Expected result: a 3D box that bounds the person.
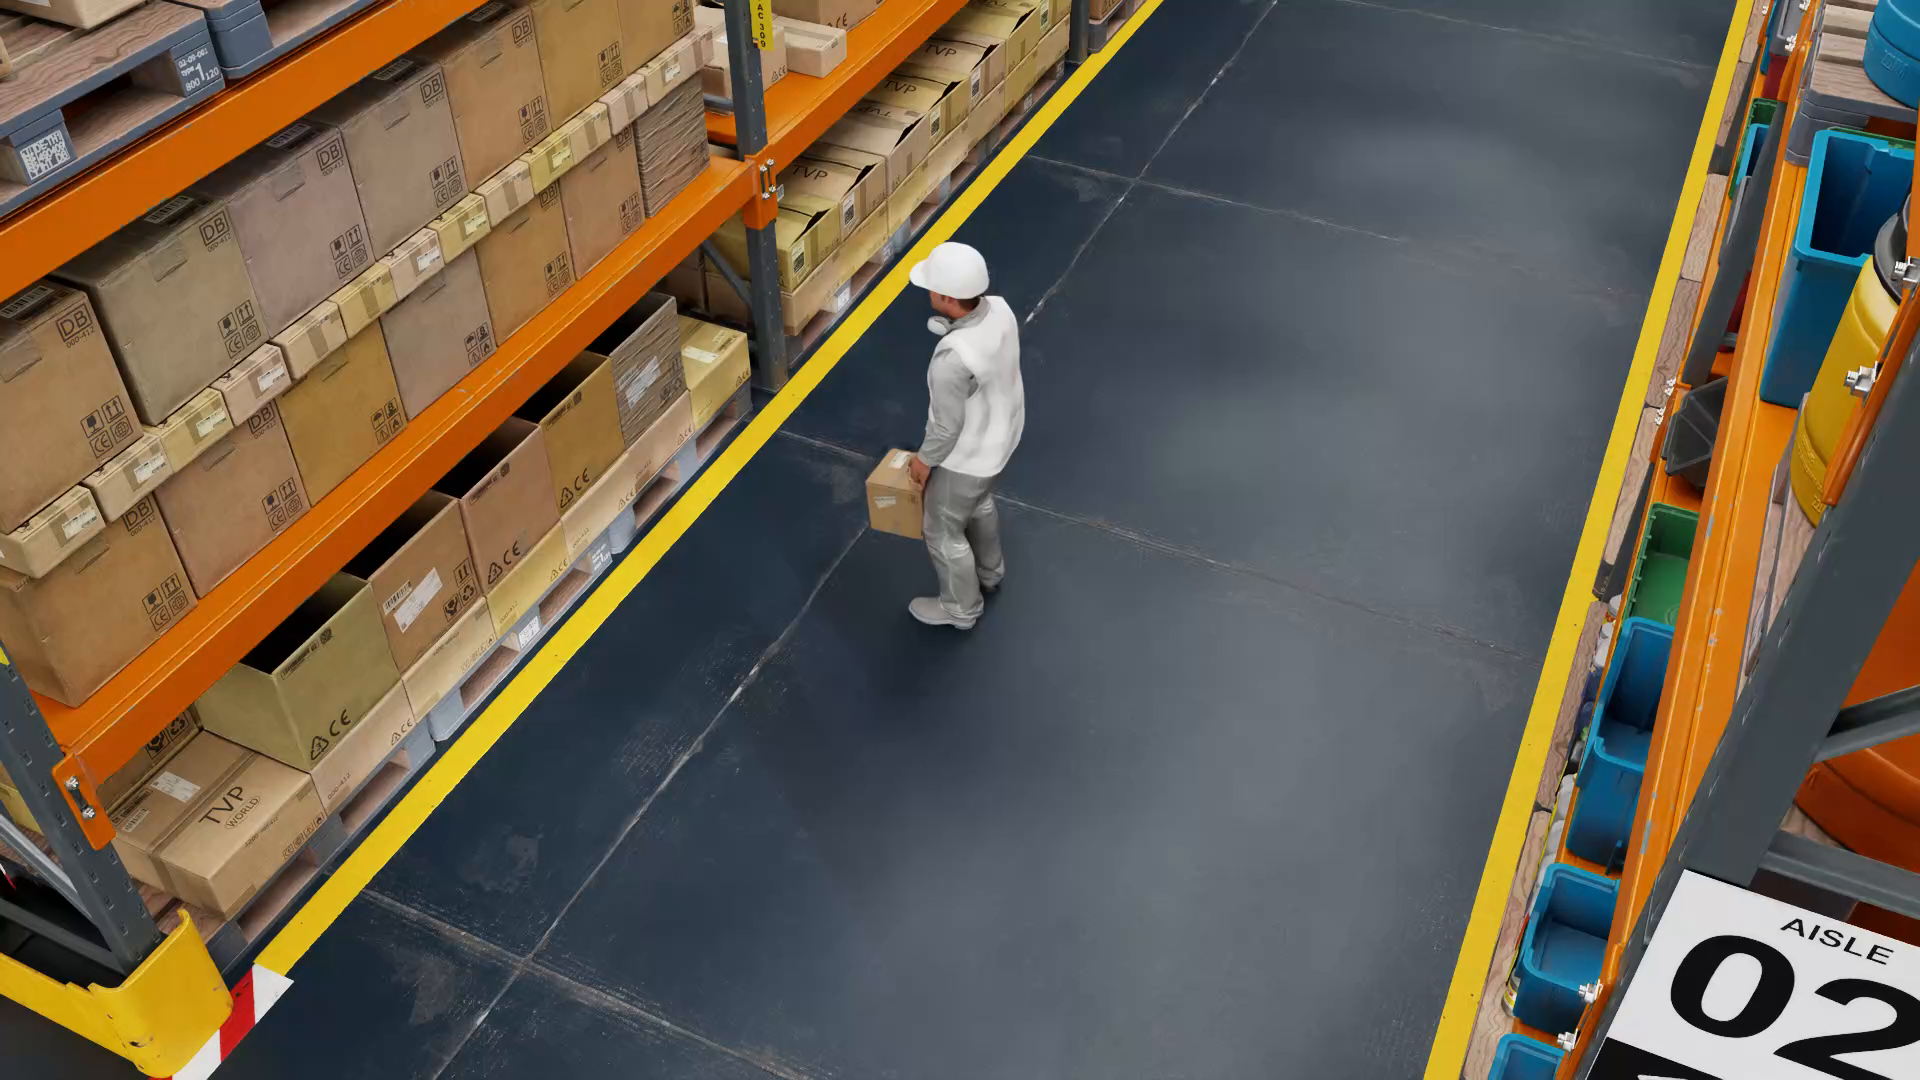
[{"bbox_3d":[0.028,-0.395,6.580,0.430,1.776,0.560,16,44,17],"label":"person"}]
